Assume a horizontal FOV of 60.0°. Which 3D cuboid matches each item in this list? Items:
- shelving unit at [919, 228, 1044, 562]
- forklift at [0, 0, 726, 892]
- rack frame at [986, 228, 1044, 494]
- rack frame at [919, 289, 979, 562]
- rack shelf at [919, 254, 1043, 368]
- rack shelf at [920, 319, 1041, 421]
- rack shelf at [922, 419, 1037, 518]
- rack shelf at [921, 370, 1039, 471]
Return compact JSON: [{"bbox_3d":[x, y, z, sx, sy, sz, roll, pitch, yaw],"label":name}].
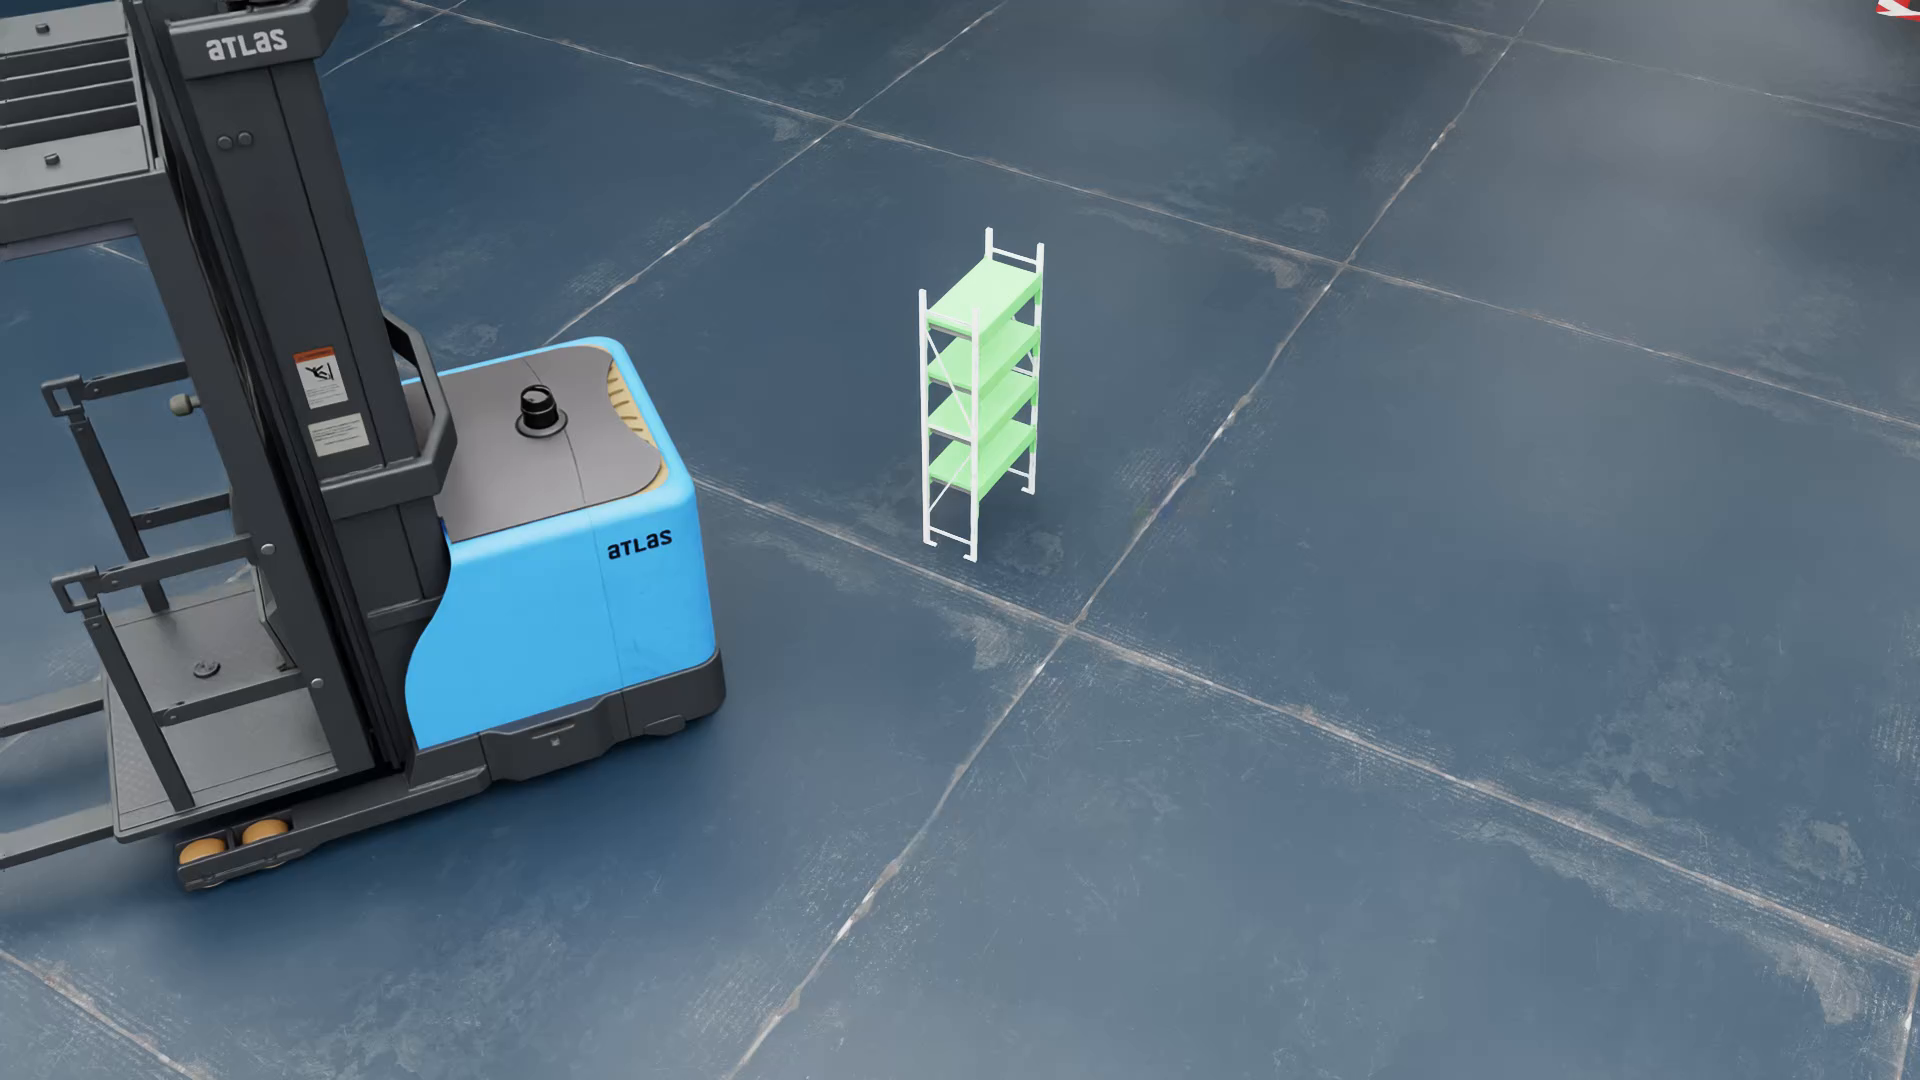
[{"bbox_3d":[0.083,-0.545,6.461,0.258,1.200,0.503,21,45,22],"label":"shelving unit"},{"bbox_3d":[-2.408,-0.360,4.941,3.031,2.935,1.130,-16,44,-18],"label":"forklift"},{"bbox_3d":[0.205,-0.685,6.620,0.240,1.200,0.015,21,45,22],"label":"rack frame"},{"bbox_3d":[-0.039,-0.405,6.302,0.240,1.200,0.015,21,45,22],"label":"rack frame"},{"bbox_3d":[0.083,-0.857,6.186,0.258,0.148,0.480,21,45,22],"label":"rack shelf"},{"bbox_3d":[0.083,-0.677,6.345,0.258,0.148,0.480,21,45,22],"label":"rack shelf"},{"bbox_3d":[0.083,-0.317,6.662,0.258,0.148,0.480,21,45,22],"label":"rack shelf"},{"bbox_3d":[0.083,-0.497,6.503,0.258,0.148,0.480,21,45,22],"label":"rack shelf"}]
